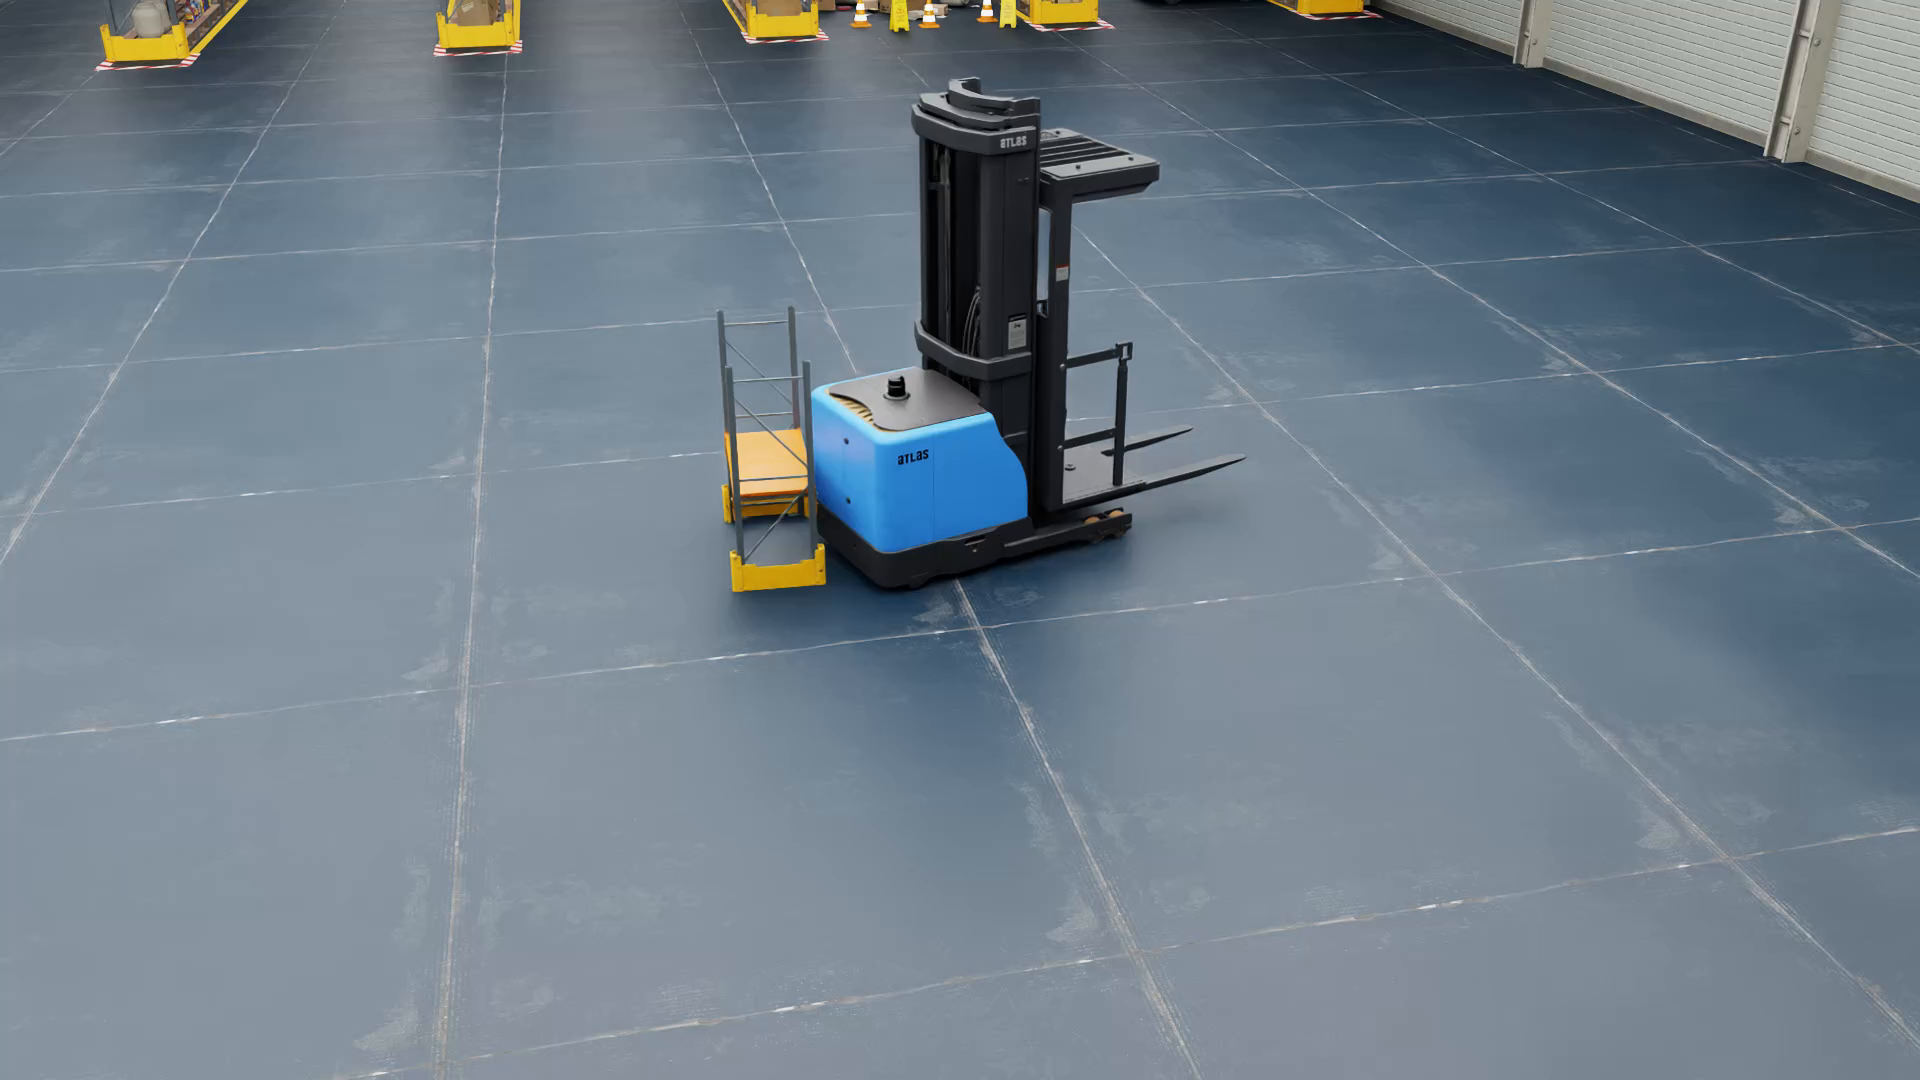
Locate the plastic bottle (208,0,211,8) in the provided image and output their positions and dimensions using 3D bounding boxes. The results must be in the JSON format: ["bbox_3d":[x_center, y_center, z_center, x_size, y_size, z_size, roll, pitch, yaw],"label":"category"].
[{"bbox_3d":[-13.122,-9.430,28.976,0.061,0.283,0.133,-5,27,-9],"label":"plastic bottle"}]

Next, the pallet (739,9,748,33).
[{"bbox_3d":[-3.226,-8.928,28.551,1.003,0.211,1.213,-6,27,-12],"label":"pallet"}]

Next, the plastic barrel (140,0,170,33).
[{"bbox_3d":[-12.986,-8.446,26.795,0.421,0.512,0.421,0,27,0],"label":"plastic barrel"}]

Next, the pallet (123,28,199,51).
[{"bbox_3d":[-12.891,-8.008,26.729,1.003,0.211,1.213,-6,27,-12],"label":"pallet"}]

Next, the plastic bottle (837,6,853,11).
[{"bbox_3d":[-2.078,-9.628,30.104,0.283,0.061,0.133,-16,31,-29],"label":"plastic bottle"}]

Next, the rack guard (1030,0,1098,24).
[{"bbox_3d":[1.814,-9.294,28.956,1.175,0.500,0.348,-6,27,-12],"label":"rack guard"}]

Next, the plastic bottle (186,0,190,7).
[{"bbox_3d":[-13.080,-9.045,28.214,0.061,0.283,0.133,-6,27,-12],"label":"plastic bottle"}]

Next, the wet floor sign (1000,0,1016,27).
[{"bbox_3d":[0.831,-9.134,28.476,0.267,0.644,0.232,3,27,6],"label":"wet floor sign"}]

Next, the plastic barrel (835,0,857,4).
[{"bbox_3d":[-2.120,-10.093,30.624,0.512,0.421,0.421,13,30,24],"label":"plastic barrel"}]

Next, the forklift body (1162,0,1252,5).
[{"bbox_3d":[4.461,-11.151,30.802,2.313,2.155,1.214,-6,27,-12],"label":"forklift body"}]

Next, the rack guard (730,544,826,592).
[{"bbox_3d":[-1.144,0.175,10.472,0.587,0.250,0.087,-5,27,-9],"label":"rack guard"}]

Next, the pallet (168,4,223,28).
[{"bbox_3d":[-13.441,-9.080,28.851,1.003,0.211,1.213,-6,27,-12],"label":"pallet"}]

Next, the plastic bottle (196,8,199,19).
[{"bbox_3d":[-12.877,-8.880,27.978,0.097,0.201,0.097,0,27,0],"label":"plastic bottle"}]

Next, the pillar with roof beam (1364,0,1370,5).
[{"bbox_3d":[3.193,-13.521,27.897,9.100,9.000,0.400,-6,27,-12],"label":"pillar with roof beam"}]

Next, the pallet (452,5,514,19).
[{"bbox_3d":[-8.262,-9.054,28.800,1.003,0.211,1.213,-6,27,-12],"label":"pallet"}]

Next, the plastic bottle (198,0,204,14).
[{"bbox_3d":[-13.009,-9.158,28.363,0.144,0.351,0.185,-6,27,-12],"label":"plastic bottle"}]

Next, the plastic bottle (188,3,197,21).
[{"bbox_3d":[-12.832,-8.824,27.790,0.097,0.271,0.097,0,27,0],"label":"plastic bottle"}]

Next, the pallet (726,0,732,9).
[{"bbox_3d":[-3.775,-9.999,30.673,1.003,0.211,1.213,-6,27,-12],"label":"pallet"}]

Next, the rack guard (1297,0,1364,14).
[{"bbox_3d":[6.671,-9.756,29.871,1.175,0.500,0.348,-6,27,-12],"label":"rack guard"}]

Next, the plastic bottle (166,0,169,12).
[{"bbox_3d":[-13.633,-9.256,28.556,0.144,0.351,0.185,-6,27,-12],"label":"plastic bottle"}]

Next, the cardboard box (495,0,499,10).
[{"bbox_3d":[-8.322,-9.503,28.904,0.500,0.500,0.500,-8,28,-16],"label":"cardboard box"}]

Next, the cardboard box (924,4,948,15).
[{"bbox_3d":[-0.433,-9.474,29.702,0.380,0.149,0.250,8,28,15],"label":"cardboard box"}]

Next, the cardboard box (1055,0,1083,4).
[{"bbox_3d":[1.918,-9.719,29.609,0.500,0.250,0.500,-6,27,-12],"label":"cardboard box"}]

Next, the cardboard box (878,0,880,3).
[{"bbox_3d":[-1.251,-10.247,30.688,0.797,0.637,0.503,-6,27,-12],"label":"cardboard box"}]

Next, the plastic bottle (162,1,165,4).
[{"bbox_3d":[-13.497,-8.964,28.062,0.152,0.276,0.135,-6,27,-12],"label":"plastic bottle"}]

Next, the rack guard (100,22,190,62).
[{"bbox_3d":[-12.713,-7.780,25.956,1.175,0.500,0.348,-6,27,-12],"label":"rack guard"}]

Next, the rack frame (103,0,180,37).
[{"bbox_3d":[-12.650,-8.868,25.336,1.000,3.000,0.127,-6,27,-12],"label":"rack frame"}]

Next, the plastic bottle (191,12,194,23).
[{"bbox_3d":[-12.778,-8.688,27.597,0.097,0.201,0.097,0,27,0],"label":"plastic bottle"}]

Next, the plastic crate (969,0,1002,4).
[{"bbox_3d":[0.484,-10.057,30.933,0.402,0.080,0.583,-16,31,-29],"label":"plastic crate"}]

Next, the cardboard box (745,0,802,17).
[{"bbox_3d":[-3.186,-9.360,28.203,0.875,0.875,0.875,-6,27,-11],"label":"cardboard box"}]

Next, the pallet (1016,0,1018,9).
[{"bbox_3d":[1.394,-10.060,30.793,1.003,0.211,1.213,-6,27,-12],"label":"pallet"}]

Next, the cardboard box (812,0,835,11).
[{"bbox_3d":[-2.521,-9.894,30.141,0.500,0.500,0.500,-1,27,-3],"label":"cardboard box"}]

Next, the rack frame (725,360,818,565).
[{"bbox_3d":[-1.141,-0.374,10.174,0.500,1.500,0.032,-5,27,-9],"label":"rack frame"}]

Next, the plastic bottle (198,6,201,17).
[{"bbox_3d":[-12.923,-8.970,28.157,0.097,0.201,0.097,0,27,0],"label":"plastic bottle"}]

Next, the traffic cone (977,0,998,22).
[{"bbox_3d":[0.477,-9.302,29.012,0.336,0.463,0.334,-6,27,-12],"label":"traffic cone"}]

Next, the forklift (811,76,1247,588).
[{"bbox_3d":[0.562,-1.482,10.780,3.031,2.935,1.130,-15,30,-27],"label":"forklift"}]

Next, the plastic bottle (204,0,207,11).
[{"bbox_3d":[-13.082,-9.300,28.644,0.144,0.351,0.185,-7,28,-14],"label":"plastic bottle"}]

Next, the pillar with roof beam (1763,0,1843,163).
[{"bbox_3d":[5.897,-8.253,17.460,9.100,9.000,0.400,-6,27,-12],"label":"pillar with roof beam"}]

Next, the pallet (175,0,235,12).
[{"bbox_3d":[-13.766,-9.719,30.119,1.003,0.211,1.213,-6,27,-12],"label":"pallet"}]

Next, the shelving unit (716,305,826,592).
[{"bbox_3d":[-1.231,-0.604,10.628,0.587,1.500,1.083,-5,27,-9],"label":"shelving unit"}]

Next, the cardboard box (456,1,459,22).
[{"bbox_3d":[-8.117,-8.977,27.861,0.500,0.500,0.500,1,27,2],"label":"cardboard box"}]
